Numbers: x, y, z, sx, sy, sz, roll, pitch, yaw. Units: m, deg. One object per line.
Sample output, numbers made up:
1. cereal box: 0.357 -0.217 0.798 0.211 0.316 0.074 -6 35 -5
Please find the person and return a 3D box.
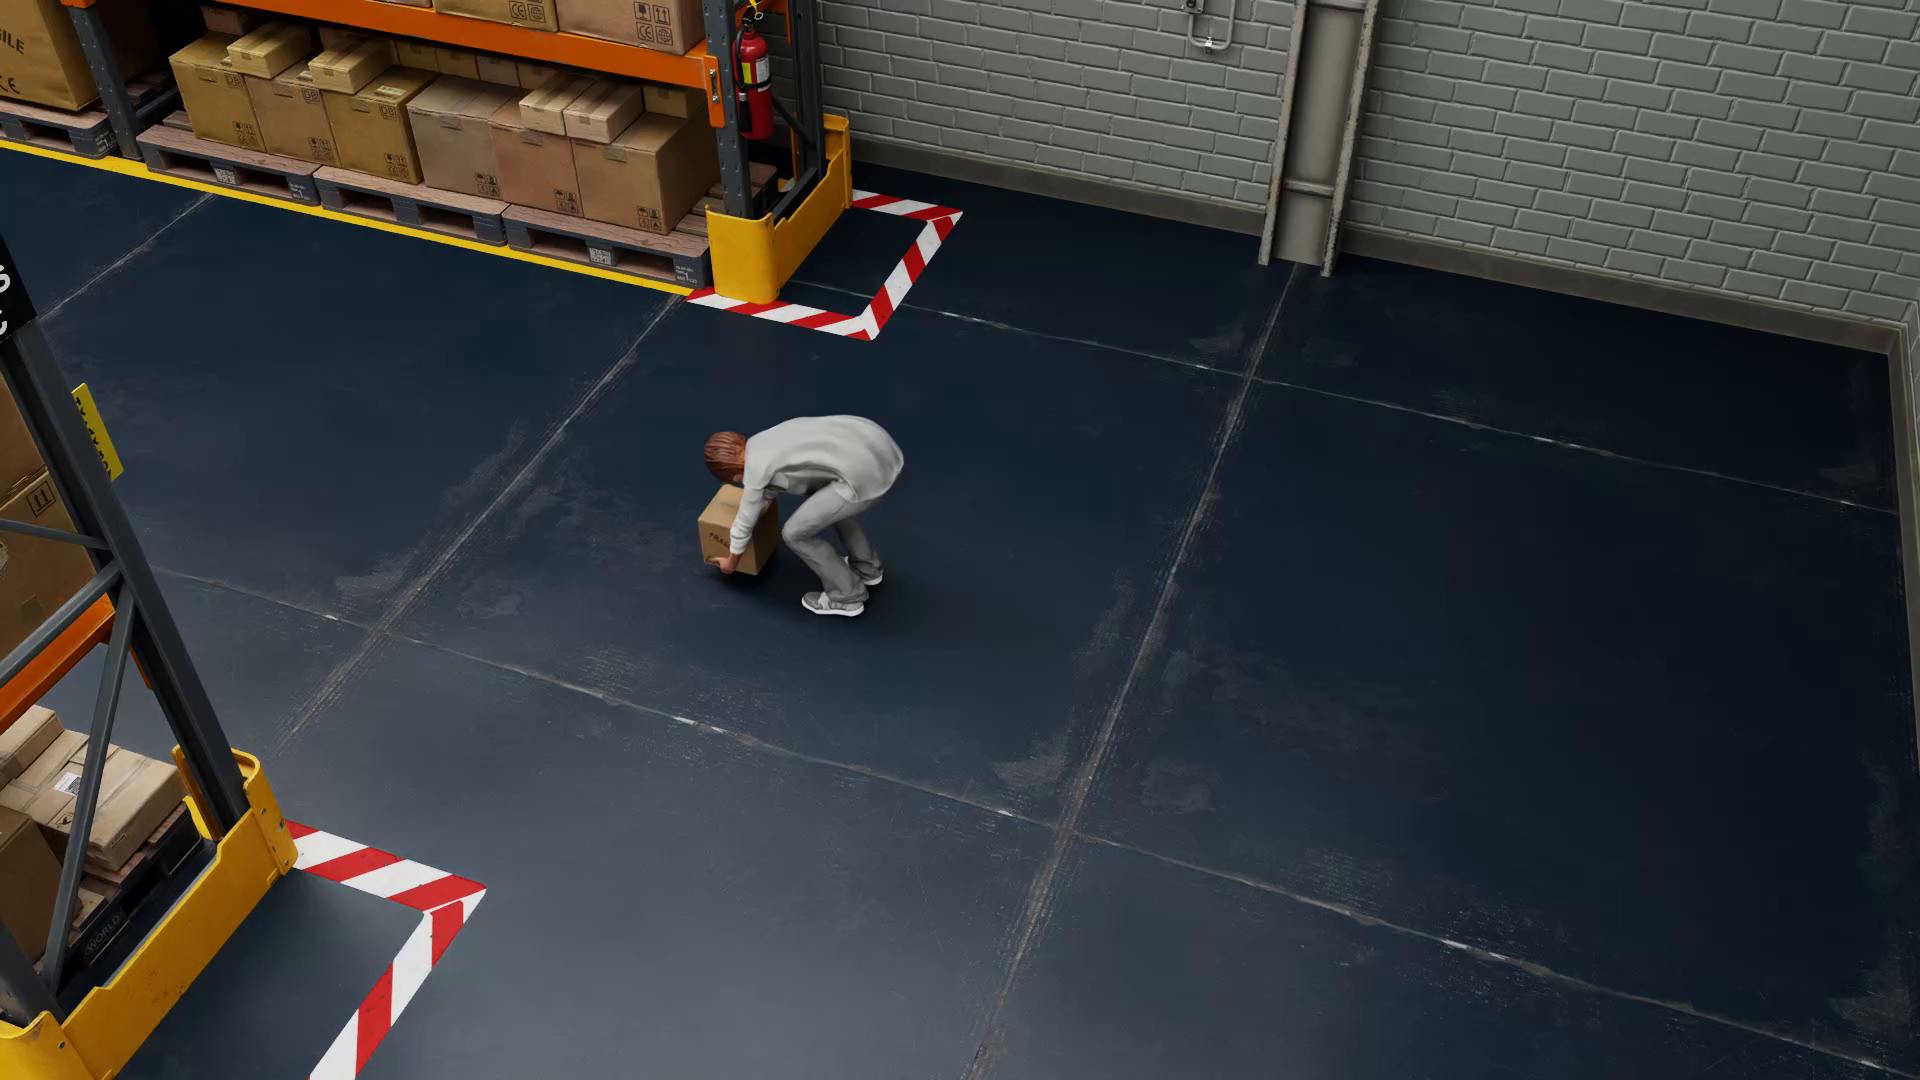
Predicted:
1. person: -0.648 -0.141 6.845 0.855 0.898 0.420 12 43 13
